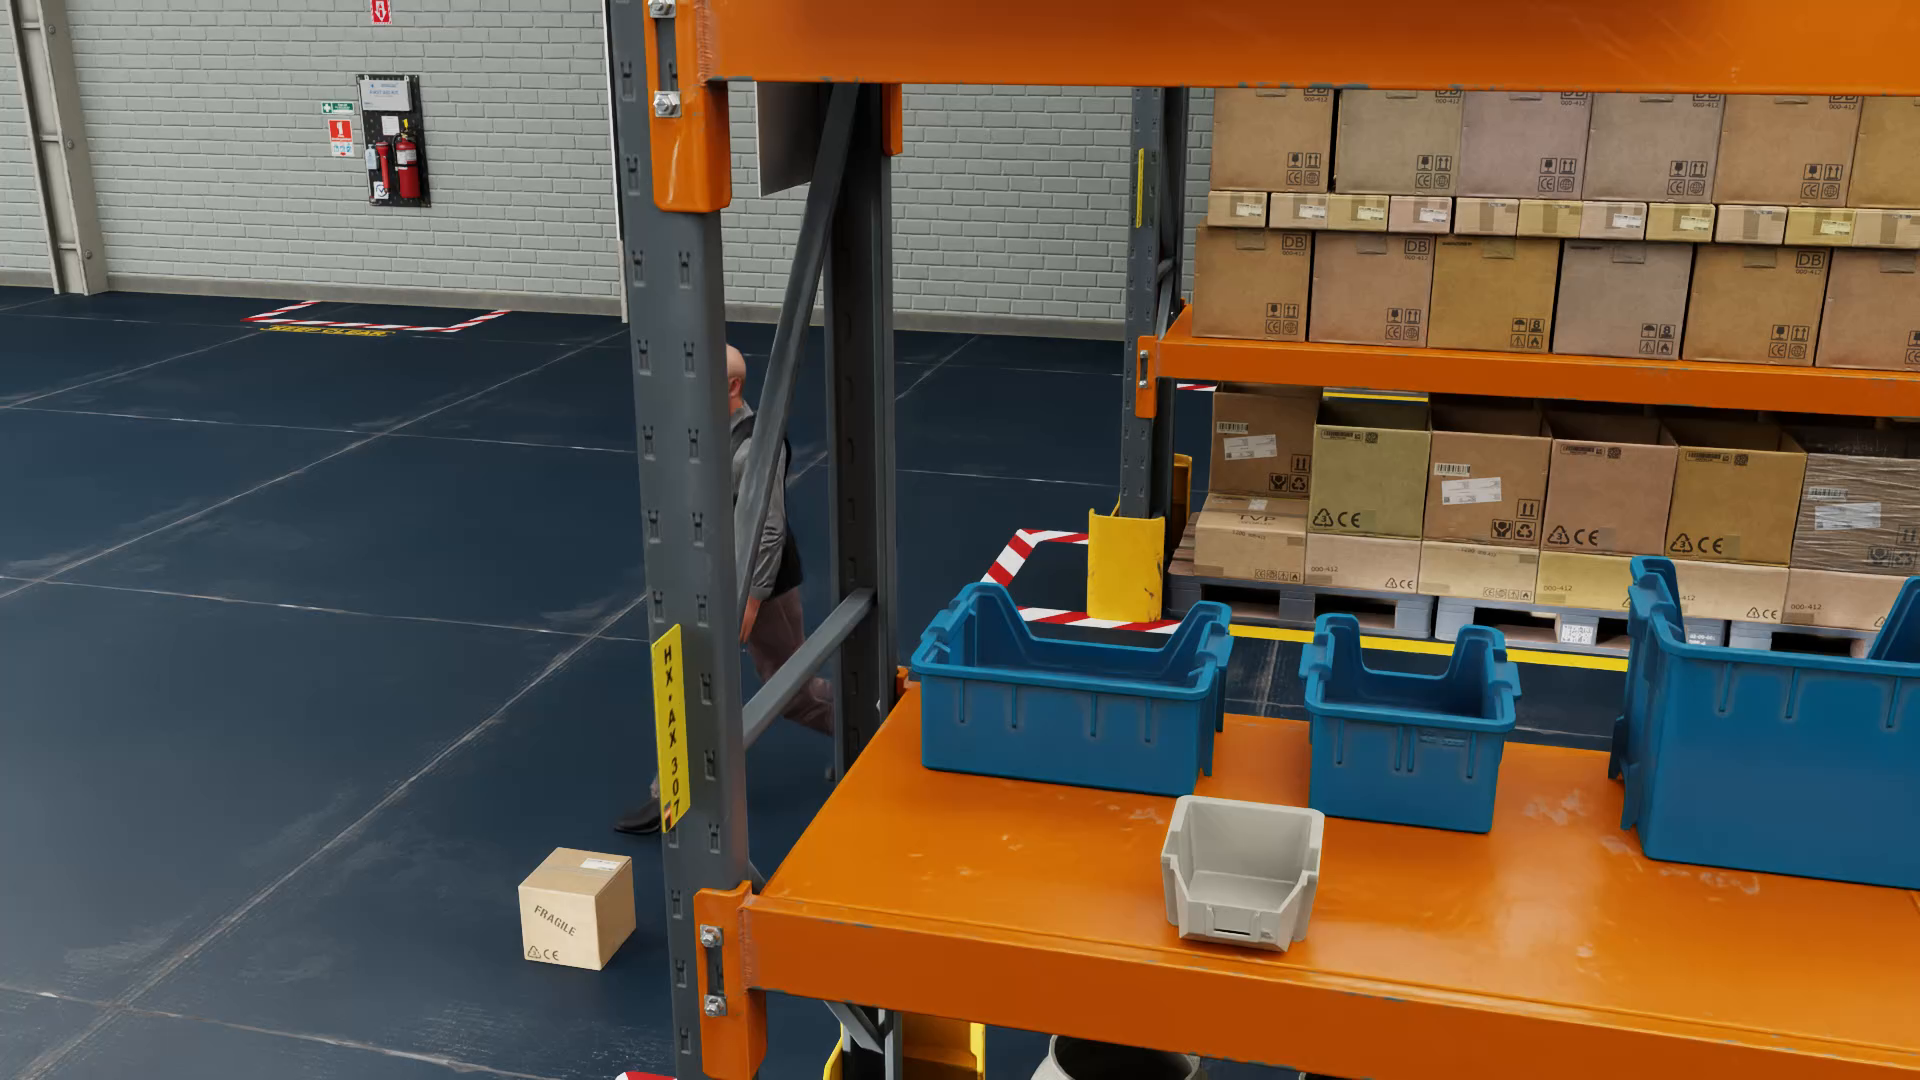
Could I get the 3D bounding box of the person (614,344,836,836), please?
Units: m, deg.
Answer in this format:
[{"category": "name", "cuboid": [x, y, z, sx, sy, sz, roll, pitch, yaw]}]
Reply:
[{"category": "person", "cuboid": [-0.732, 0.155, 5.649, 1.018, 1.684, 0.555, -16, 24, -40]}]
